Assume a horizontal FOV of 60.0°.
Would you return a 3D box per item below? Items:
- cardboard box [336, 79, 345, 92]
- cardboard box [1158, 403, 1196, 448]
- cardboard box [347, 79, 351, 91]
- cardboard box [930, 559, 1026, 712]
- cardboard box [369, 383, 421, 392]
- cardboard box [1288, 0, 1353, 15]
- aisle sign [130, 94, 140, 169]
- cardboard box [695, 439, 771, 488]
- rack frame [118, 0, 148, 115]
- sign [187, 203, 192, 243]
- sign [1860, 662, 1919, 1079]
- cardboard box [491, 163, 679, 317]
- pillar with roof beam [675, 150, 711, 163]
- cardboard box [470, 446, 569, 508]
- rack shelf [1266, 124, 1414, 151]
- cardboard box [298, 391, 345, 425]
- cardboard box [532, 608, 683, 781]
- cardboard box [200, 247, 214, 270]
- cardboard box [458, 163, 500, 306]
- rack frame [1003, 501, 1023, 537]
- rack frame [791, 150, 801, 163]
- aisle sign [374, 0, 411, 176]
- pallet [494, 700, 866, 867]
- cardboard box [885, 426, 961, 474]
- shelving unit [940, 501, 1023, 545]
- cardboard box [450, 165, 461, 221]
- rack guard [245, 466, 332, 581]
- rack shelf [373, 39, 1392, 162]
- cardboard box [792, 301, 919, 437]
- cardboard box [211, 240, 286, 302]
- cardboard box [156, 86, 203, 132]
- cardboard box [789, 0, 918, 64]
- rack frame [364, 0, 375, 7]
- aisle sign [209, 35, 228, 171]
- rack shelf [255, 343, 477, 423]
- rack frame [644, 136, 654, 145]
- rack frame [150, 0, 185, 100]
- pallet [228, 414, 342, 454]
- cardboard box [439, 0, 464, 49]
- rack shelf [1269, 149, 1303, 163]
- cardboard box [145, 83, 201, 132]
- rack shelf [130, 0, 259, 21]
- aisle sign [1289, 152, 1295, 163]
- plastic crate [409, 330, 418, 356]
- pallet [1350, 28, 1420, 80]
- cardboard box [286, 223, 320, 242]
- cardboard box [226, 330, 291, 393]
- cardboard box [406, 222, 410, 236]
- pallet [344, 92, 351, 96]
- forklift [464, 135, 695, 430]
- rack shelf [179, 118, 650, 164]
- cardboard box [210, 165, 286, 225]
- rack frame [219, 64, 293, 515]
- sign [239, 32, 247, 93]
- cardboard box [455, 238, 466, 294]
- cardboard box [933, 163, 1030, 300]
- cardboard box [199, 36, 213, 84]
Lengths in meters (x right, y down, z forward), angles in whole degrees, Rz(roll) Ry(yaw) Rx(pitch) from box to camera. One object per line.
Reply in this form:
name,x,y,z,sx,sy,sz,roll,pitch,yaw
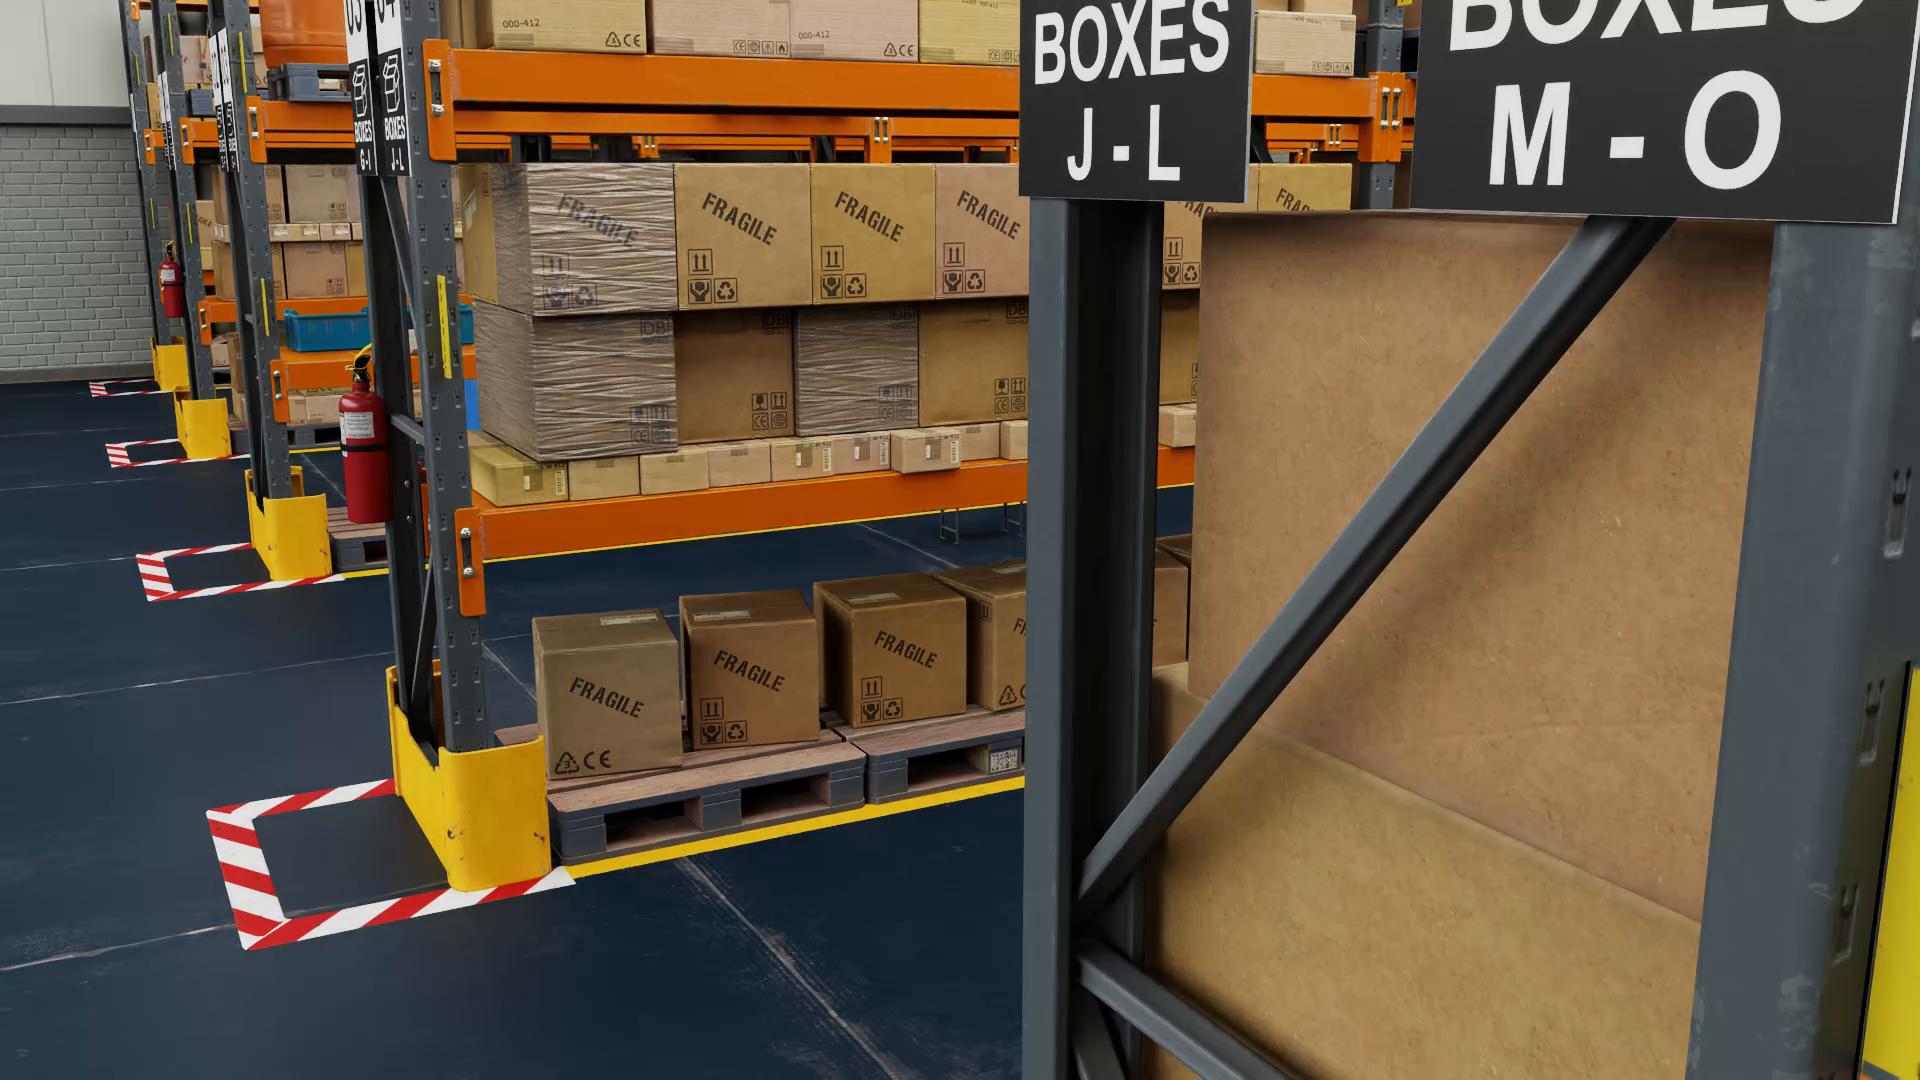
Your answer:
cardboard box,-5.781,-4.114,14.791,0.500,0.250,0.500,-7,14,-28
cardboard box,0.903,-0.501,7.075,0.250,0.149,0.380,-7,14,-28
cardboard box,-5.077,-4.186,14.542,0.500,0.500,0.500,-7,14,-28
cardboard box,0.212,0.401,7.230,0.500,0.500,0.500,-8,15,-33
cardboard box,-5.217,-1.629,15.115,0.500,0.500,0.500,-7,14,-28
cardboard box,1.442,-2.285,7.030,0.250,0.149,0.380,-6,14,-26
aisle sign,-8.962,-4.436,18.065,0.004,0.787,0.394,-7,14,-28
cardboard box,-0.893,-0.307,6.212,0.250,0.149,0.380,-7,14,-28
rack frame,-9.042,-6.159,17.983,0.127,3.000,1.000,-7,14,-28
sign,-6.405,-2.632,13.819,0.005,0.325,0.100,-7,14,-28
sign,0.627,0.244,1.040,0.005,0.325,0.100,-7,14,-28
cardboard box,-1.309,-1.056,5.787,0.500,0.500,0.500,-7,14,-28
pillar with roof beam,-1.513,-6.201,18.169,0.400,9.000,9.100,-7,14,-28
cardboard box,-1.558,-0.230,5.873,0.250,0.149,0.380,-7,14,-28
rack shelf,4.482,-3.488,14.582,4.000,0.370,1.077,-7,14,-28
cardboard box,-5.651,-1.209,14.954,0.500,0.250,0.500,-7,14,-28
cardboard box,-1.366,0.583,6.422,0.500,0.500,0.500,-4,13,-17
cardboard box,-8.462,-3.159,18.612,0.500,0.250,0.500,-7,15,-29
cardboard box,-1.558,-1.156,6.232,0.500,0.500,0.500,-7,14,-28
rack frame,0.359,-0.628,11.169,0.015,1.200,0.240,-7,14,-28
rack frame,-2.020,-4.074,22.381,0.127,3.000,1.000,-7,14,-28
aisle sign,-1.833,-1.573,5.345,0.004,0.787,0.394,-7,14,-28
pallet,-1.125,0.905,6.608,1.213,0.211,1.003,-7,14,-28
cardboard box,-0.195,-0.369,6.491,0.250,0.149,0.380,-7,14,-28
shelving unit,0.145,-0.603,11.055,0.503,1.200,0.258,-7,14,-28
cardboard box,-4.862,-3.175,15.201,0.500,0.500,0.700,-7,14,-28
rack guard,-4.251,-0.121,10.508,0.348,0.500,1.175,-7,14,-28
rack shelf,-0.167,-1.692,6.601,4.000,0.370,1.077,-7,14,-28
cardboard box,-0.585,-0.735,6.640,0.500,0.500,0.875,-7,14,-28
cardboard box,-6.249,-2.374,14.597,0.500,0.500,0.700,-7,14,-28
cardboard box,-8.797,-4.847,18.711,0.500,0.500,0.500,-6,14,-24
cardboard box,-0.489,-1.867,6.082,0.500,0.250,0.500,-7,14,-28
rack frame,-1.922,-3.296,5.258,0.127,3.000,1.000,-7,14,-28
aisle sign,-4.501,-2.641,10.093,0.004,0.787,0.394,-7,14,-28
rack shelf,-2.540,-1.183,11.172,4.000,0.370,1.077,-7,14,-28
rack frame,-3.154,-2.699,16.271,0.127,3.000,1.000,-7,14,-28
rack frame,-6.665,-5.205,13.742,0.127,3.000,1.000,-7,14,-28
pallet,-6.014,-1.007,15.101,1.213,0.211,1.003,-7,14,-28
cardboard box,-1.621,-1.859,6.046,0.500,0.250,0.500,-6,14,-27
rack shelf,3.246,-5.818,24.935,4.000,0.370,1.077,-7,14,-28
cardboard box,-8.629,-4.742,18.241,0.500,0.500,0.500,-6,14,-26
rack shelf,-7.287,-6.017,18.997,4.000,0.370,1.077,-7,14,-28
aisle sign,5.209,-6.134,25.612,0.004,0.787,0.394,-7,14,-28
plastic crate,-3.356,-1.227,10.329,0.250,0.136,0.298,-7,14,-28
pallet,2.182,-2.206,7.675,1.003,0.211,1.213,-7,14,-28
cardboard box,-5.768,-2.698,14.559,0.250,0.149,0.380,-7,14,-28
cardboard box,-6.337,-1.621,15.080,0.500,0.500,0.500,-7,14,-28
cardboard box,-5.088,-2.779,14.922,0.250,0.149,0.380,-7,14,-29
pallet,-4.960,-3.897,14.964,1.213,0.211,1.003,-7,14,-28
forklift,-2.765,-1.993,13.290,1.130,2.935,3.031,4,13,18
rack shelf,-4.910,-3.601,15.086,4.000,0.370,1.077,-7,14,-28
cardboard box,-6.203,-3.012,14.480,0.500,0.500,0.700,-7,14,-28
rack frame,-4.295,-1.323,10.158,0.127,3.000,1.000,-7,14,-28
sign,-4.035,-2.685,9.354,0.005,0.325,0.100,-7,14,-28
cardboard box,-4.892,-2.537,15.323,0.500,0.500,0.700,-6,14,-26
cardboard box,0.008,-1.214,6.488,0.500,0.500,0.500,-7,14,-28
cardboard box,-8.123,-5.279,18.352,0.500,0.500,0.500,-7,14,-29
